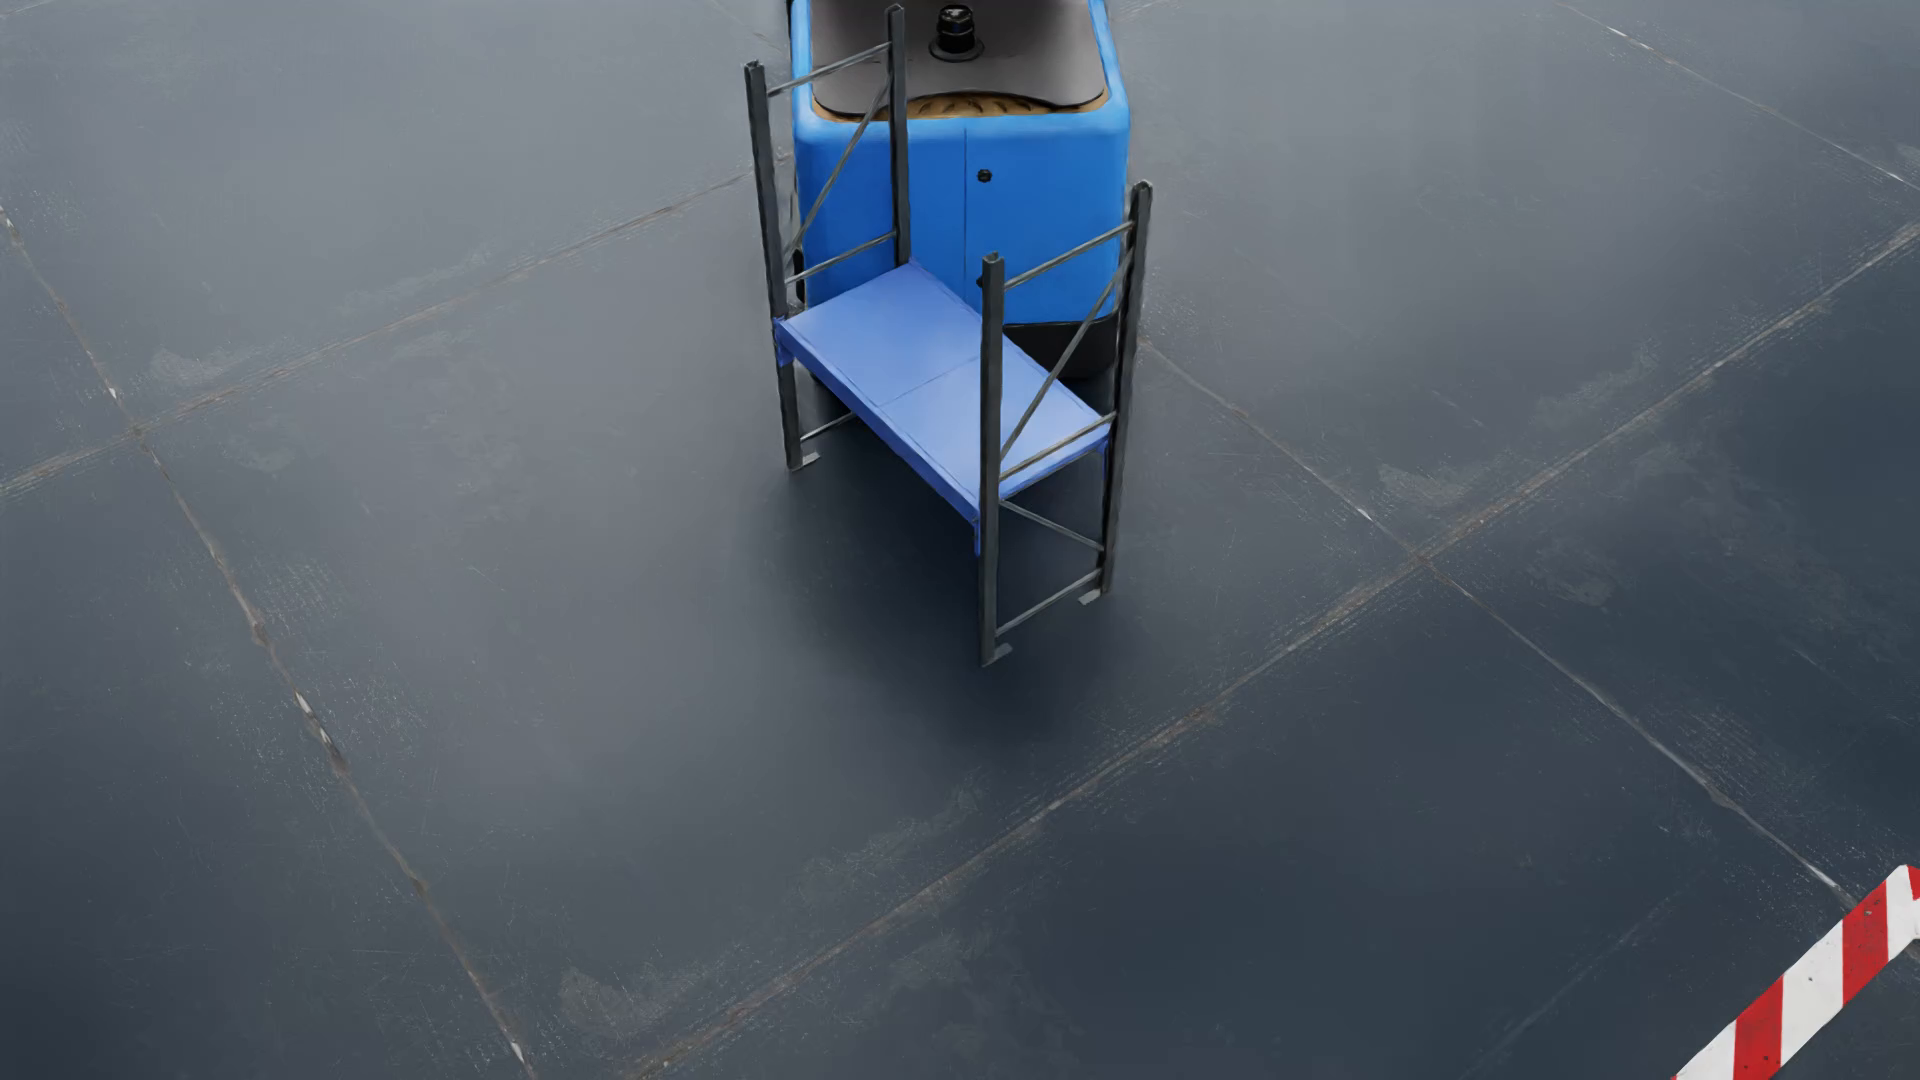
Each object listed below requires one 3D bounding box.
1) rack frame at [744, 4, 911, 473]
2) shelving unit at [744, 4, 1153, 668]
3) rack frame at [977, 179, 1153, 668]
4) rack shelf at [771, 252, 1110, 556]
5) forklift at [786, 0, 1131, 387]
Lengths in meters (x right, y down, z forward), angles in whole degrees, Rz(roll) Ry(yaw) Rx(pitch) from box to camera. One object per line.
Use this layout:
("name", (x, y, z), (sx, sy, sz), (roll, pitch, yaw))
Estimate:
("rack frame", (-0.360, -0.845, 5.004), (0.500, 1.500, 0.032), (-30, 54, -24))
("shelving unit", (-0.051, -0.546, 4.732), (0.538, 1.500, 1.048), (-30, 54, -24))
("rack frame", (0.258, -0.247, 4.461), (0.500, 1.500, 0.032), (-30, 54, -24))
("rack shelf", (-0.051, -0.425, 4.866), (0.538, 0.185, 1.000), (-30, 54, -24))
("forklift", (-0.096, -2.586, 5.616), (1.130, 2.935, 3.031), (-3, 48, -3))
